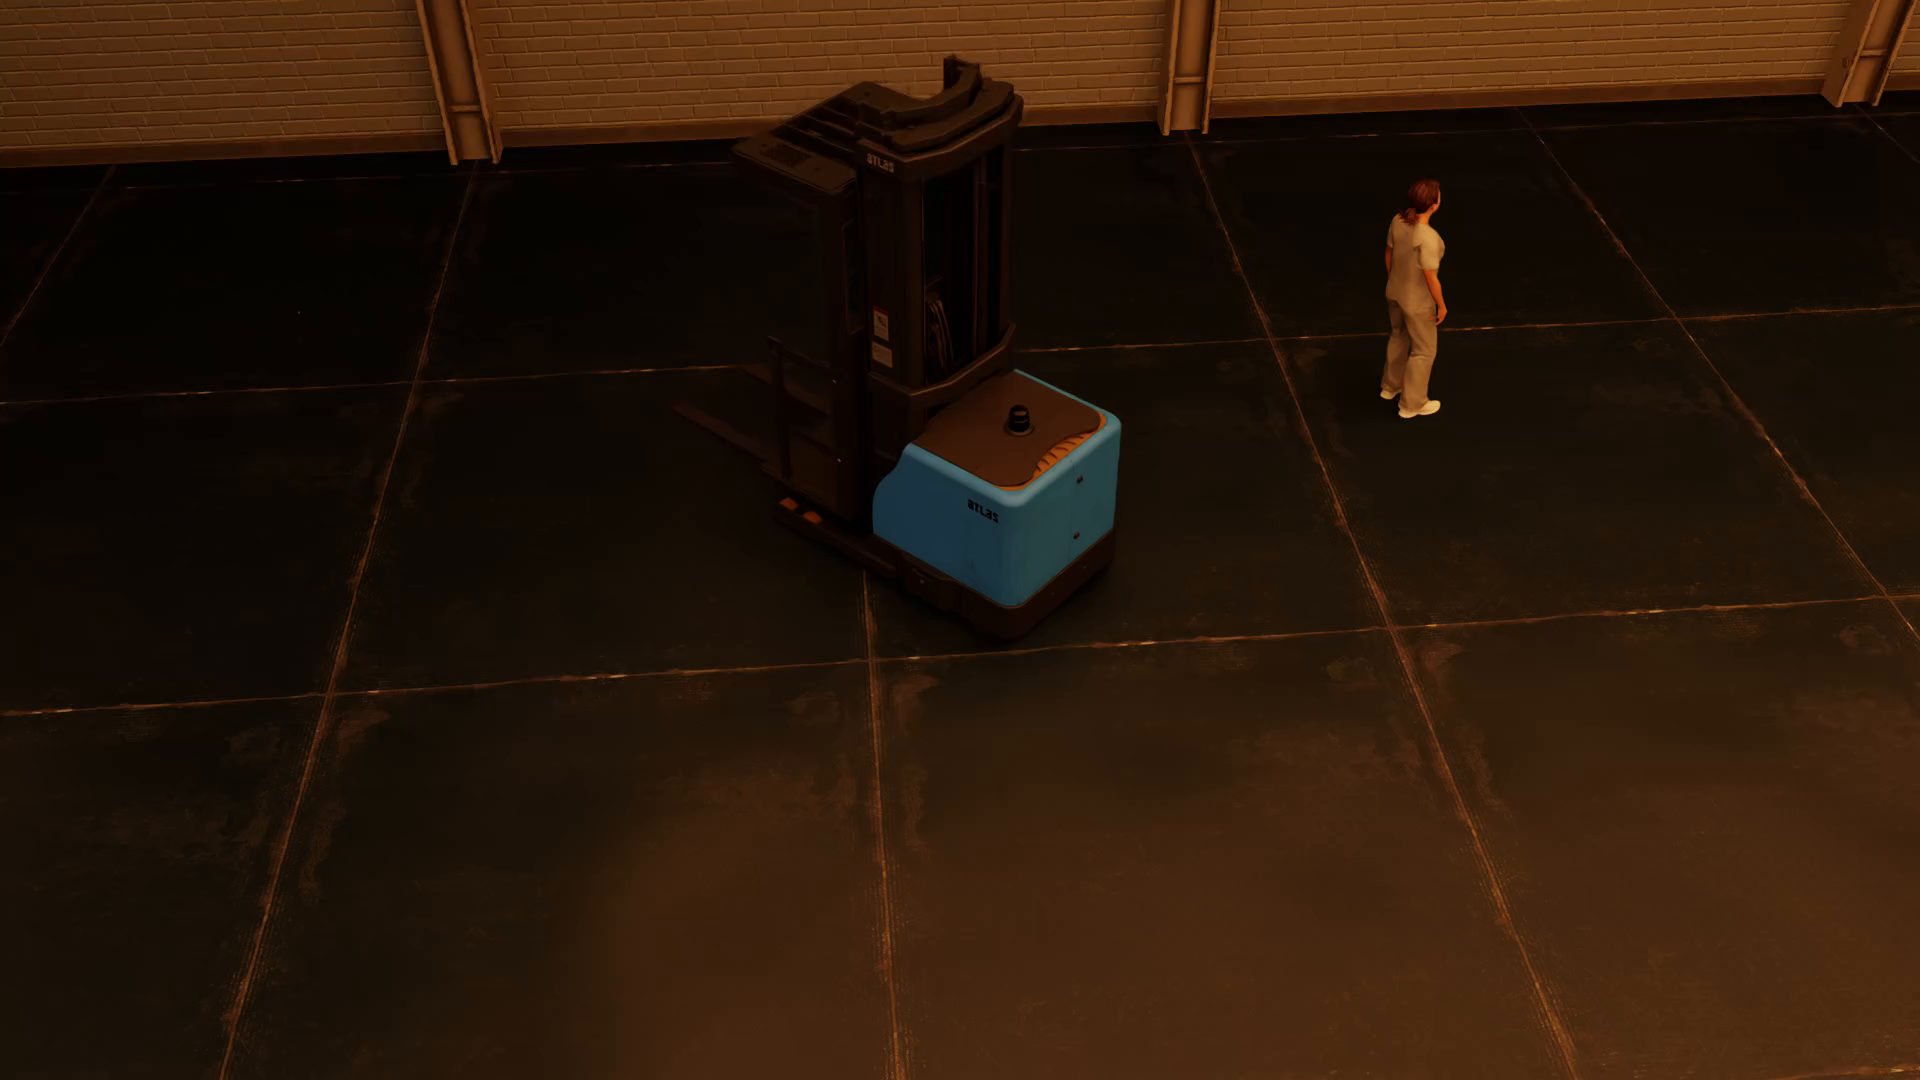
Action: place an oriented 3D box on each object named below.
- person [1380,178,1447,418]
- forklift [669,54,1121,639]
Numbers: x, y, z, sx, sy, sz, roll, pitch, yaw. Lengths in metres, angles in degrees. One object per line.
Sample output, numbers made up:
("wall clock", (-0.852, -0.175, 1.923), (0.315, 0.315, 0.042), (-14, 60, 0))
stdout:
("person", (2.950, -1.570, 10.752), (0.473, 1.688, 0.523), (-16, 43, -18))
("forklift", (-0.530, -1.361, 9.530), (3.031, 2.935, 1.130), (29, 48, 29))
